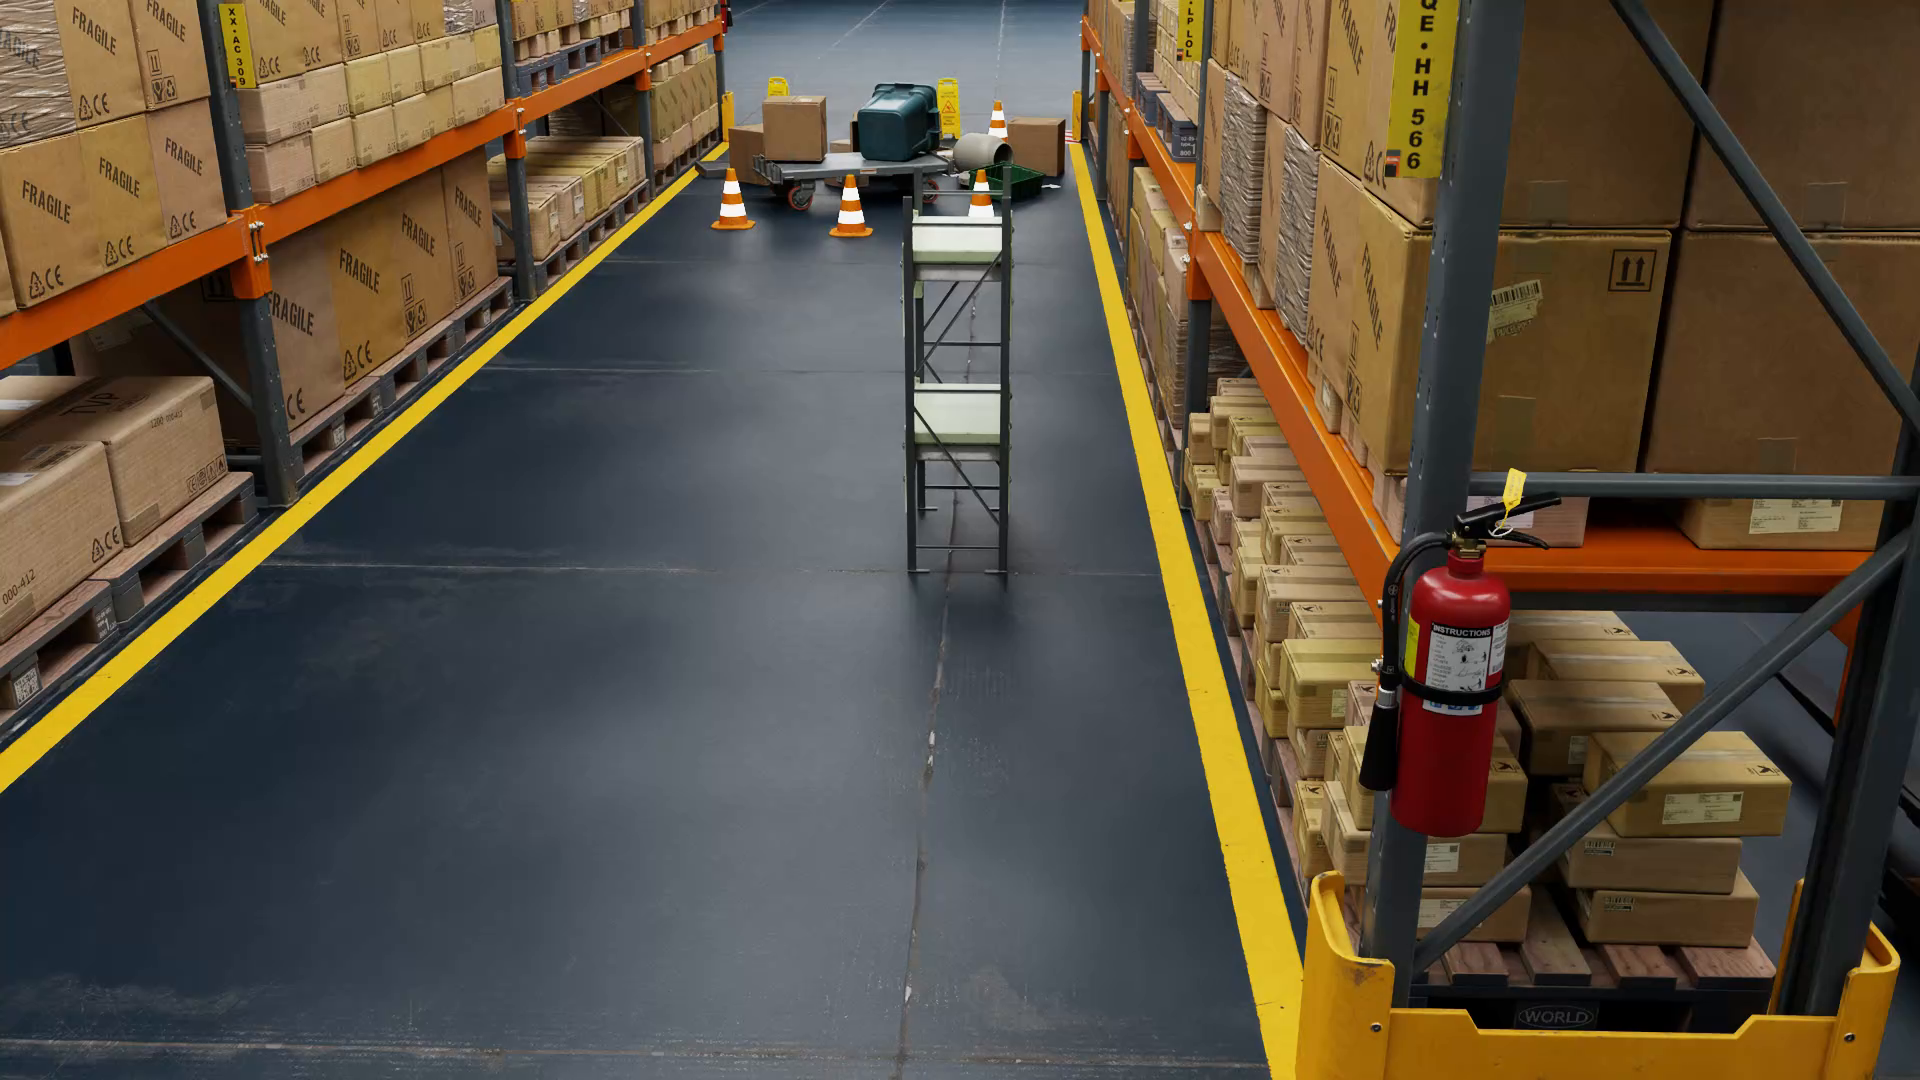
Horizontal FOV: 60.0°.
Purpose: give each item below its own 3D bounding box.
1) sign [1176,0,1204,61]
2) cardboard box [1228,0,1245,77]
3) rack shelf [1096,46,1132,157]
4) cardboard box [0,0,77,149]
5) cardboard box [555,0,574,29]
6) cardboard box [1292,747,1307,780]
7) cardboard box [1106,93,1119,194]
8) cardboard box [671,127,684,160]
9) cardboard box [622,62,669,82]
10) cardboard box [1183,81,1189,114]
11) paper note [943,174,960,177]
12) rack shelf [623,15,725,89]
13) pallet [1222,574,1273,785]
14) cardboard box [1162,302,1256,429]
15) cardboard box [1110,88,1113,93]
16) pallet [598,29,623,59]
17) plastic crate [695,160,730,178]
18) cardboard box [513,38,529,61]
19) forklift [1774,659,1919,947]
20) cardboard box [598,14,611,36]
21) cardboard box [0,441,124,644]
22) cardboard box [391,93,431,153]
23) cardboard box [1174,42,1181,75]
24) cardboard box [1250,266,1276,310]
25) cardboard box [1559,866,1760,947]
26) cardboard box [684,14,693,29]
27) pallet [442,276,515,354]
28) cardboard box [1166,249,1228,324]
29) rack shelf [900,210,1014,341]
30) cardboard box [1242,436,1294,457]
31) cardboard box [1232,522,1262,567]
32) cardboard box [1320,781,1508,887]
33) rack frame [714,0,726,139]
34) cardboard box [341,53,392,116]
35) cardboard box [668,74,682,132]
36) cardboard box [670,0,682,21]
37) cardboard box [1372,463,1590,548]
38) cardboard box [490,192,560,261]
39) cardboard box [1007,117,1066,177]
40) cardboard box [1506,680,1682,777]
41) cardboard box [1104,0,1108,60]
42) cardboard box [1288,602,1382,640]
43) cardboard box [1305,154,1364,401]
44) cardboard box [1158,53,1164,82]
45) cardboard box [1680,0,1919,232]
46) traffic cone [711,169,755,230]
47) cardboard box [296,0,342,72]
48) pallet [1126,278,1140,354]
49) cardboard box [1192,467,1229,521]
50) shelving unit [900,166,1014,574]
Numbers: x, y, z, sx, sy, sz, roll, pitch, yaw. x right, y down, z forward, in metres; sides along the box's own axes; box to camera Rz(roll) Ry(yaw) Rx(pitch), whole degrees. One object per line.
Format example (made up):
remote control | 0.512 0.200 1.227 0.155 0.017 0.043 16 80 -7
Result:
sign | 0.923 -2.085 6.656 0.100 0.325 0.005 1 21 2
cardboard box | 1.220 -1.844 5.703 0.500 0.500 0.500 0 21 0
rack shelf | 1.661 -3.375 12.574 1.077 0.370 4.000 1 21 2
cardboard box | -3.241 -1.530 5.305 0.500 0.500 0.500 1 21 2
cardboard box | -3.088 -3.927 11.872 0.500 0.500 0.500 1 21 3
cardboard box | 1.159 0.568 4.778 0.380 0.149 0.250 1 21 2
cardboard box | 1.793 -3.355 14.058 1.050 0.750 0.750 1 21 1
cardboard box | -2.936 -3.768 15.815 0.500 0.250 0.500 2 21 5
cardboard box | -2.878 -4.272 15.179 0.380 0.149 0.250 1 21 2
cardboard box | 1.329 -2.236 8.412 0.380 0.149 0.250 2 21 4
paper note | -0.066 -3.556 16.163 0.172 0.023 0.155 8 23 20
rack shelf | -3.168 -4.839 16.348 1.077 0.370 4.000 1 21 2
pallet | 1.459 0.445 5.590 1.003 0.211 1.213 1 21 2
cardboard box | 1.249 -0.841 7.926 0.500 0.500 0.500 0 21 1
cardboard box | 1.811 -3.865 15.200 0.875 0.875 0.875 1 21 2
pallet | -3.398 -4.087 13.680 1.003 0.211 1.213 1 21 2
plastic crate | -2.362 -3.649 16.322 0.402 0.080 0.583 -7 22 -17
cardboard box | -3.113 -3.301 11.156 0.380 0.149 0.250 -1 21 -2
forklift | 3.011 -0.239 3.593 1.130 2.935 3.031 -1 21 -2
cardboard box | -2.971 -4.060 13.112 0.380 0.149 0.250 1 21 2
cardboard box | -3.626 -0.010 5.870 0.875 0.438 0.875 0 21 0
cardboard box | -3.125 -2.198 8.754 0.500 0.250 0.500 0 21 1
cardboard box | 1.347 -2.566 8.851 0.380 0.149 0.250 0 21 1
cardboard box | 1.151 -0.848 5.415 0.380 0.149 0.250 2 21 4
cardboard box | 1.693 0.853 4.044 0.380 0.149 0.250 1 21 3
cardboard box | -2.874 -5.179 16.578 0.380 0.149 0.250 0 21 1
pallet | -3.450 -1.421 10.398 1.003 0.211 1.213 1 21 2
cardboard box | 1.248 -1.193 7.795 0.500 0.250 0.500 0 21 0
rack shelf | 0.000 -1.065 6.623 0.431 0.370 0.720 1 21 2
cardboard box | 1.250 -0.277 6.134 0.380 0.149 0.250 0 21 0
cardboard box | 1.144 0.050 5.703 0.380 0.149 0.250 0 21 1
cardboard box | 1.087 0.706 4.011 0.380 0.149 0.250 0 21 0
rack frame | -3.108 -5.897 18.081 1.000 3.000 0.127 1 21 2
cardboard box | -3.148 -2.249 8.194 0.500 0.250 0.500 1 21 2
cardboard box | -2.937 -4.119 15.681 0.500 0.500 0.500 1 21 4
cardboard box | -2.917 -5.156 15.620 0.500 0.500 0.500 0 21 1
cardboard box | 1.084 -0.098 3.483 0.380 0.149 0.250 1 21 2
cardboard box | -3.324 -2.180 11.552 0.950 0.372 0.625 -1 21 -2
cardboard box | 0.743 -3.842 16.235 0.500 0.500 0.500 4 22 11
cardboard box | 1.600 0.475 4.196 0.380 0.149 0.250 1 21 3
cardboard box | 1.422 -4.110 13.337 0.500 0.500 0.500 1 21 2
cardboard box | 1.137 0.289 4.675 0.380 0.149 0.250 0 21 -1
cardboard box | 1.134 -0.631 3.959 0.500 0.500 0.500 0 21 1
cardboard box | 1.376 -2.809 9.888 0.380 0.149 0.250 2 21 4
cardboard box | 1.636 -0.905 3.283 0.500 0.500 0.500 1 21 1
traffic cone | -1.868 -2.805 13.617 0.336 0.463 0.334 1 21 2
cardboard box | -3.184 -2.411 7.577 0.500 0.500 0.500 1 21 1
pallet | 1.575 -1.404 10.356 1.003 0.211 1.213 1 21 2
cardboard box | 1.138 -0.183 6.714 0.380 0.149 0.250 1 21 3
shelving unit | 0.000 -0.702 6.764 0.431 1.500 0.755 1 21 2
